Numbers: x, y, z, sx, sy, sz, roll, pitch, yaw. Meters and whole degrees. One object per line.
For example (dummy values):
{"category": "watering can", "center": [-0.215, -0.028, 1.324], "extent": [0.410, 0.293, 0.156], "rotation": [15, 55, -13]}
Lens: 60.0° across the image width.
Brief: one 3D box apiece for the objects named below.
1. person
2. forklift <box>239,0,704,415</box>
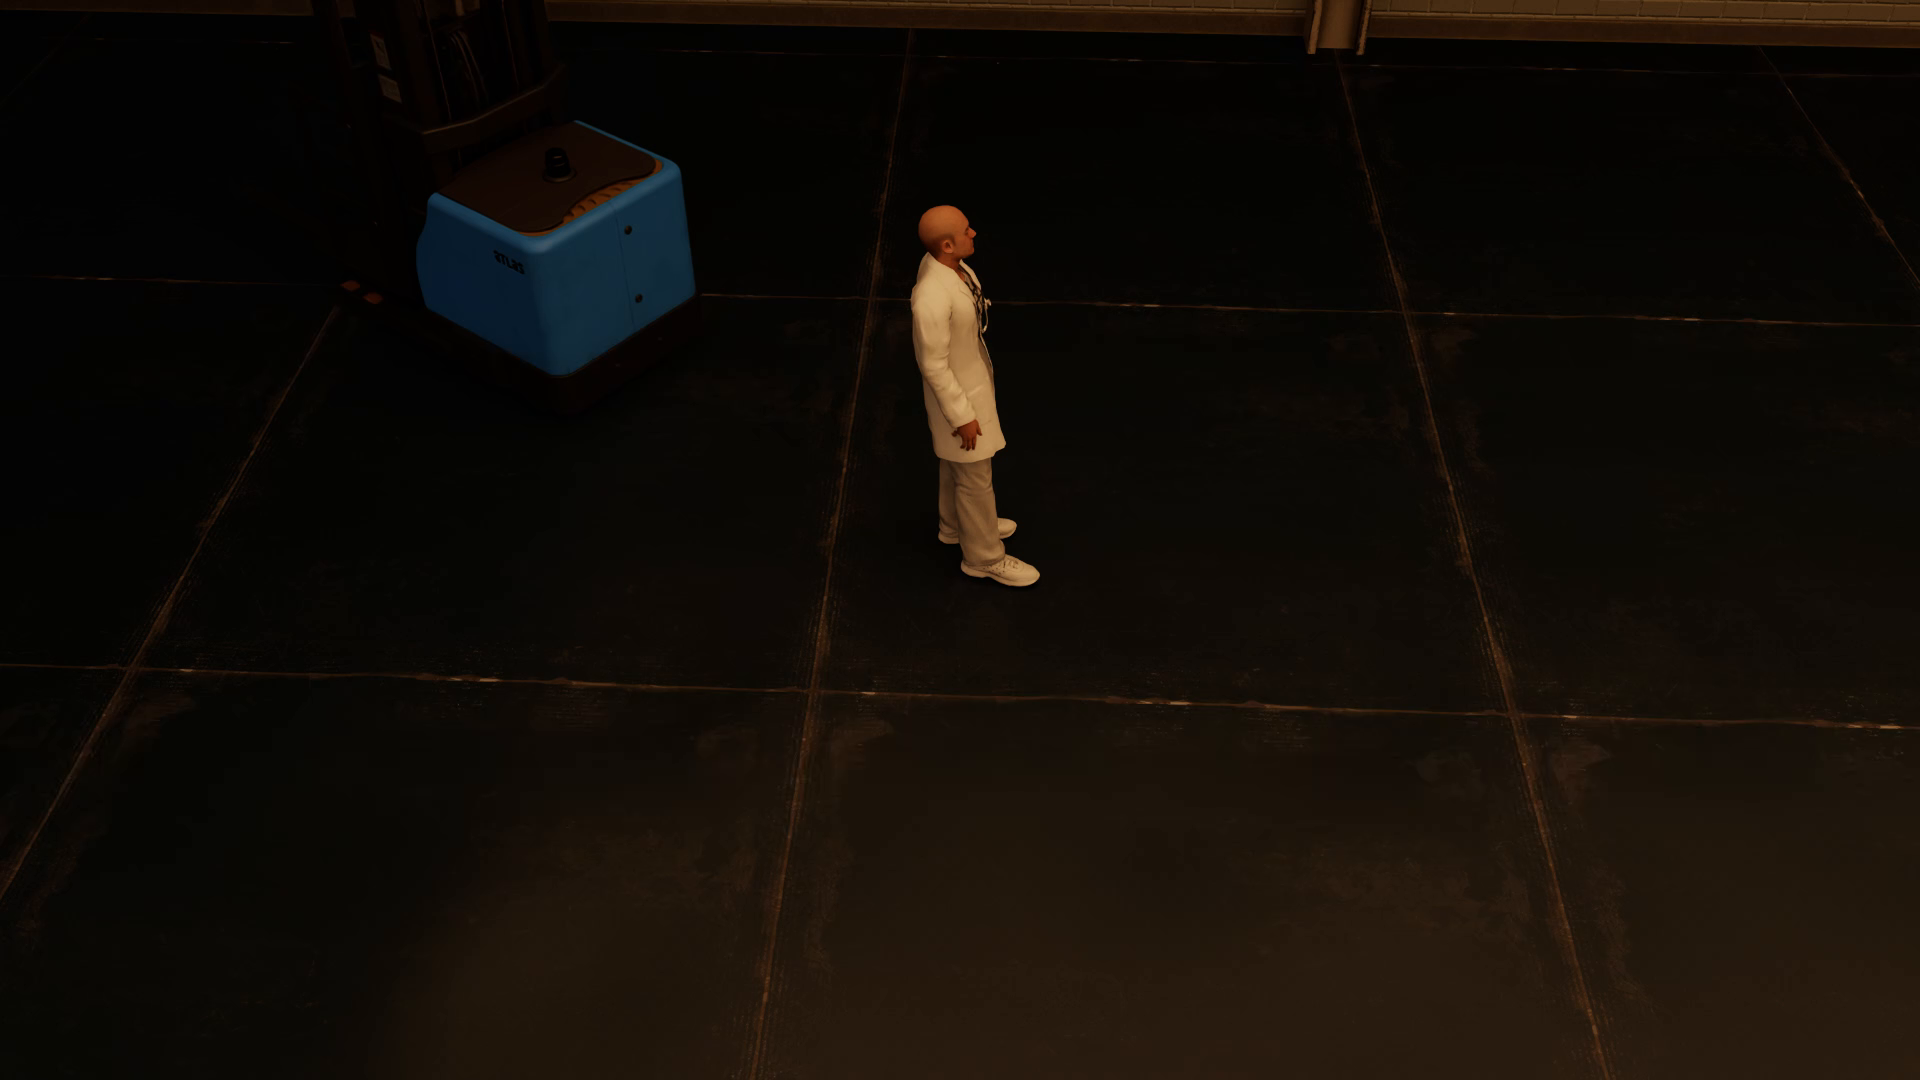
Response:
{"category": "person", "center": [0.091, -0.657, 7.306], "extent": [0.578, 1.778, 0.696], "rotation": [2, 42, 2]}
{"category": "forklift", "center": [-2.875, -2.545, 8.530], "extent": [3.031, 2.935, 1.130], "rotation": [28, 49, 27]}
